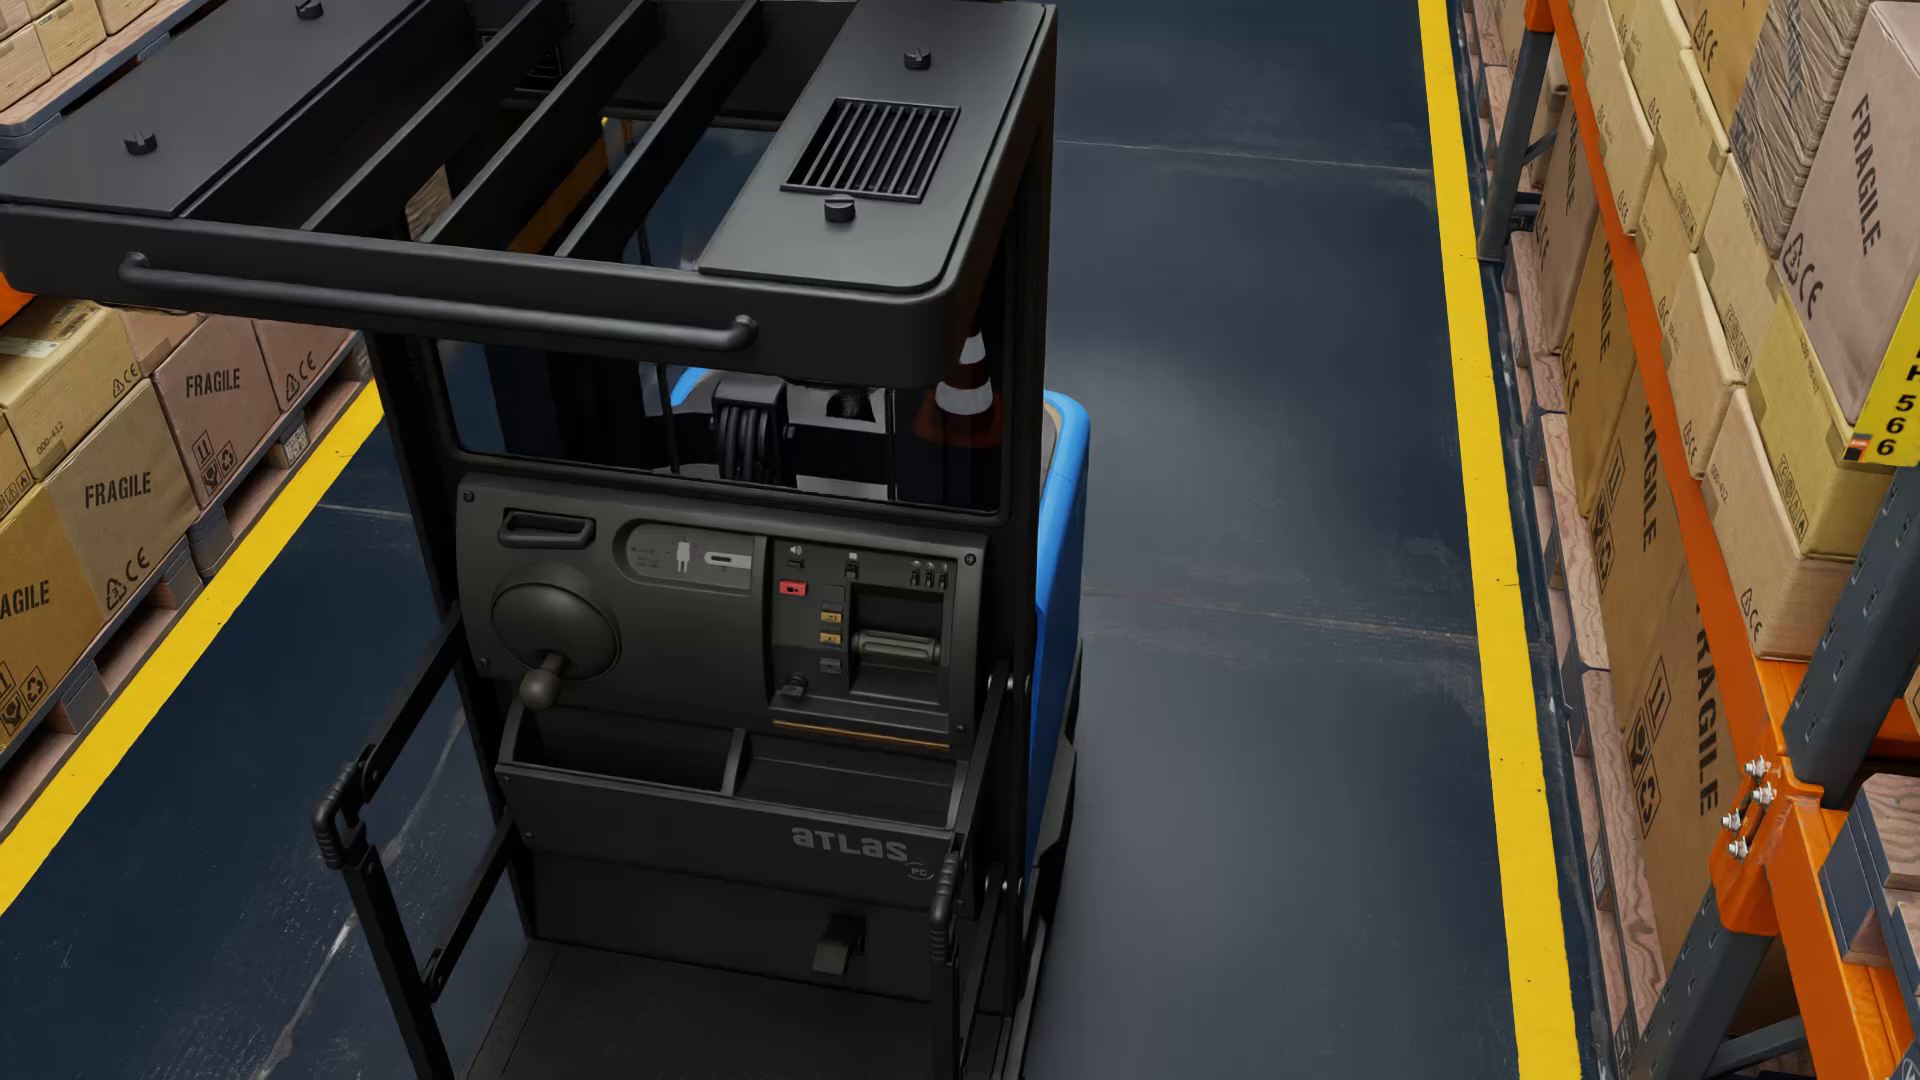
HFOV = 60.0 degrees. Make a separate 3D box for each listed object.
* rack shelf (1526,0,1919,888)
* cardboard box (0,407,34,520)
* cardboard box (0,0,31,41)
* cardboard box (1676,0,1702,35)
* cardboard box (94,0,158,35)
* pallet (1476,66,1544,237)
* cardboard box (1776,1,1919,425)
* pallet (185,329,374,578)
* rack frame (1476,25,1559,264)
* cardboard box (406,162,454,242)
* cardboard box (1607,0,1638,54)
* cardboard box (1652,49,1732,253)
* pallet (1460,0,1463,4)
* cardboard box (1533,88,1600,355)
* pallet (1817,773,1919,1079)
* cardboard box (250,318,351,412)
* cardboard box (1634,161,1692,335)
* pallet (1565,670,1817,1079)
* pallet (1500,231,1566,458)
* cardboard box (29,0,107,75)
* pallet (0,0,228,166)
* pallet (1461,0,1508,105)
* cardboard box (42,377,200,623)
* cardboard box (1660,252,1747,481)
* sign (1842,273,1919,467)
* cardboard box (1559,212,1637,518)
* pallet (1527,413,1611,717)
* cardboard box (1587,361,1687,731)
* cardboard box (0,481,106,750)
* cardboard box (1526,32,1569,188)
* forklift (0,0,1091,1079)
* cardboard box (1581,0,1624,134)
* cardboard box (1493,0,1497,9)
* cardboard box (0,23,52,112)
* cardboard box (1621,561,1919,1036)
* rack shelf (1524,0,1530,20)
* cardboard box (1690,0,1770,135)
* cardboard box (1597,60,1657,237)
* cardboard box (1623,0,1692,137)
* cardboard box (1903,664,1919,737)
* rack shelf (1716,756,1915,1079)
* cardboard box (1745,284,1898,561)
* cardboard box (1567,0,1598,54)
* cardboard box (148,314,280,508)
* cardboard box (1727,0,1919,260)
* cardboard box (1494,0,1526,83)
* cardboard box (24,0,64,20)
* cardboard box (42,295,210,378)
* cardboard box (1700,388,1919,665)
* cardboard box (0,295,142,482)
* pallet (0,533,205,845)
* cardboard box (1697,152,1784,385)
[{"bbox_3d":[2.206,-0.708,4.317,1.077,0.370,4.000,6,40,8],"label":"rack shelf"},{"bbox_3d":[-2.675,-0.106,4.068,0.500,0.250,0.500,5,40,6],"label":"cardboard box"},{"bbox_3d":[-2.576,-1.326,4.134,0.380,0.149,0.250,6,40,8],"label":"cardboard box"},{"bbox_3d":[1.960,-1.458,3.796,0.500,0.500,0.500,6,40,7],"label":"cardboard box"},{"bbox_3d":[-2.483,-1.531,4.616,0.380,0.149,0.250,5,40,6],"label":"cardboard box"},{"bbox_3d":[2.761,-1.634,7.061,1.003,0.211,1.213,6,40,8],"label":"pallet"},{"bbox_3d":[1.692,-0.507,2.646,0.500,0.500,0.500,5,40,6],"label":"cardboard box"},{"bbox_3d":[-2.683,-0.391,5.558,1.003,0.211,1.213,6,40,8],"label":"pallet"},{"bbox_3d":[2.552,-2.240,5.606,1.000,3.000,0.127,6,40,8],"label":"rack frame"},{"bbox_3d":[-2.221,-1.429,6.256,0.500,0.500,0.500,6,40,7],"label":"cardboard box"},{"bbox_3d":[2.022,-1.486,4.419,0.500,0.250,0.500,7,40,8],"label":"cardboard box"},{"bbox_3d":[1.847,-0.842,3.640,0.500,0.250,0.500,5,40,7],"label":"cardboard box"},{"bbox_3d":[3.183,-3.165,8.913,1.003,0.211,1.213,6,40,8],"label":"pallet"},{"bbox_3d":[2.524,-1.185,5.667,0.875,0.875,0.875,8,40,9],"label":"cardboard box"},{"bbox_3d":[1.841,0.803,2.075,1.213,0.211,1.003,6,40,8],"label":"pallet"},{"bbox_3d":[-2.403,-0.785,5.478,0.500,0.500,0.500,6,40,7],"label":"cardboard box"},{"bbox_3d":[1.868,-0.655,3.806,0.500,0.250,0.500,6,40,7],"label":"cardboard box"},{"bbox_3d":[2.071,0.858,4.046,1.003,0.211,1.213,6,40,8],"label":"pallet"},{"bbox_3d":[2.493,-0.673,5.898,1.003,0.211,1.213,6,40,8],"label":"pallet"},{"bbox_3d":[-2.529,-1.368,4.418,0.380,0.149,0.250,7,40,8],"label":"cardboard box"},{"bbox_3d":[-2.731,-1.385,4.722,1.003,0.211,1.213,6,40,8],"label":"pallet"},{"bbox_3d":[2.970,-2.402,7.990,1.003,0.211,1.213,6,40,8],"label":"pallet"},{"bbox_3d":[-2.576,-0.142,4.700,0.500,0.500,0.500,7,40,8],"label":"cardboard box"},{"bbox_3d":[1.765,-0.340,3.425,0.500,0.250,0.500,7,40,8],"label":"cardboard box"},{"bbox_3d":[1.313,-0.235,2.272,0.100,0.325,0.005,6,40,8],"label":"sign"},{"bbox_3d":[2.375,-0.618,4.981,0.875,0.875,0.875,7,40,9],"label":"cardboard box"},{"bbox_3d":[2.284,0.095,4.970,1.003,0.211,1.213,6,40,8],"label":"pallet"},{"bbox_3d":[2.220,-0.057,4.302,0.875,0.875,0.875,7,40,8],"label":"cardboard box"},{"bbox_3d":[-2.659,0.173,4.318,0.500,0.500,0.500,5,40,6],"label":"cardboard box"},{"bbox_3d":[2.766,-1.797,6.750,0.875,0.438,0.875,6,40,7],"label":"cardboard box"},{"bbox_3d":[-0.459,0.208,2.699,1.130,2.935,3.031,7,40,8],"label":"forklift"},{"bbox_3d":[2.024,-1.291,4.575,0.500,0.250,0.500,6,40,7],"label":"cardboard box"},{"bbox_3d":[3.078,-2.924,8.114,0.875,0.438,0.875,7,40,9],"label":"cardboard box"},{"bbox_3d":[-2.575,-1.210,4.228,0.380,0.149,0.250,8,40,9],"label":"cardboard box"},{"bbox_3d":[2.061,0.503,3.626,0.875,0.875,0.875,6,40,7],"label":"cardboard box"},{"bbox_3d":[2.898,-3.218,7.353,1.077,0.370,4.000,6,40,8],"label":"rack shelf"},{"bbox_3d":[1.865,-1.141,3.413,0.500,0.500,0.500,6,40,8],"label":"cardboard box"},{"bbox_3d":[1.928,-0.978,4.196,0.500,0.250,0.500,6,40,7],"label":"cardboard box"},{"bbox_3d":[1.937,-1.168,4.034,0.500,0.250,0.500,5,40,6],"label":"cardboard box"},{"bbox_3d":[1.554,0.212,1.998,0.500,0.500,0.500,5,40,6],"label":"cardboard box"},{"bbox_3d":[1.514,1.803,1.280,1.077,0.370,4.000,6,40,8],"label":"rack shelf"},{"bbox_3d":[1.693,-0.197,2.859,0.500,0.250,0.500,6,40,8],"label":"cardboard box"},{"bbox_3d":[2.128,-1.610,4.962,0.500,0.250,0.500,5,40,7],"label":"cardboard box"},{"bbox_3d":[-2.491,-0.465,5.091,0.500,0.500,0.500,5,40,7],"label":"cardboard box"},{"bbox_3d":[1.772,-0.830,3.037,0.500,0.500,0.500,7,40,8],"label":"cardboard box"},{"bbox_3d":[2.921,-2.359,7.430,0.875,0.438,0.875,5,40,6],"label":"cardboard box"},{"bbox_3d":[-2.530,-1.482,4.322,0.380,0.149,0.250,6,40,7],"label":"cardboard box"},{"bbox_3d":[-2.489,-0.733,4.826,0.500,0.250,0.500,7,40,8],"label":"cardboard box"},{"bbox_3d":[1.692,-0.018,3.036,0.500,0.250,0.500,5,40,6],"label":"cardboard box"},{"bbox_3d":[-2.587,-0.424,4.453,0.500,0.250,0.500,6,40,7],"label":"cardboard box"},{"bbox_3d":[-2.896,0.372,4.634,1.003,0.211,1.213,6,40,8],"label":"pallet"},{"bbox_3d":[1.779,-0.519,3.249,0.500,0.250,0.500,5,40,7],"label":"cardboard box"}]
